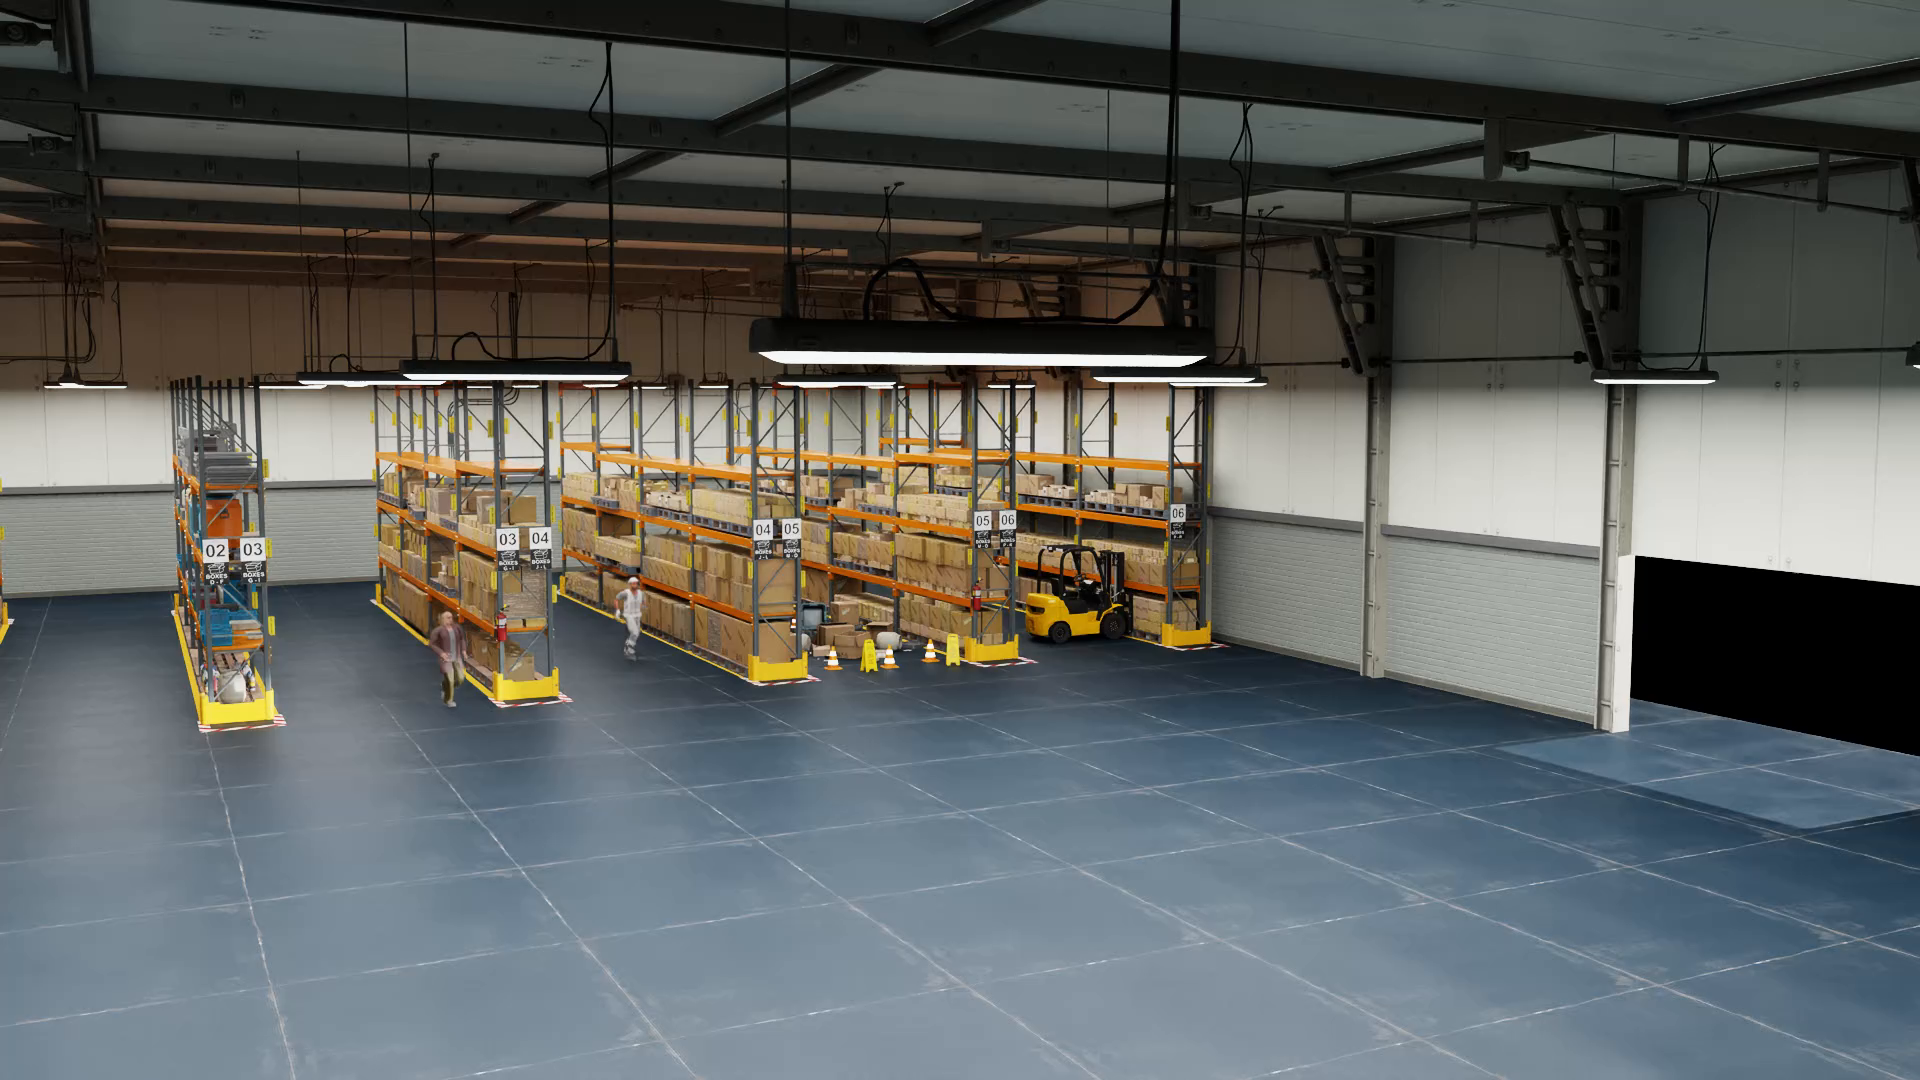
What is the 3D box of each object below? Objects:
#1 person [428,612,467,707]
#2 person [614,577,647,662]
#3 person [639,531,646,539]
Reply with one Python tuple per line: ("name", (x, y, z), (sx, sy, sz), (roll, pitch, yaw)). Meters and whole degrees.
("person", (-9.318, 2.163, 30.256), (0.665, 1.728, 0.762), (4, 7, 40))
("person", (-6.964, 1.685, 35.418), (0.824, 1.811, 0.642), (5, 7, 45))
("person", (-9.407, 0.509, 49.659), (0.818, 1.616, 0.486), (-2, 5, -22))
